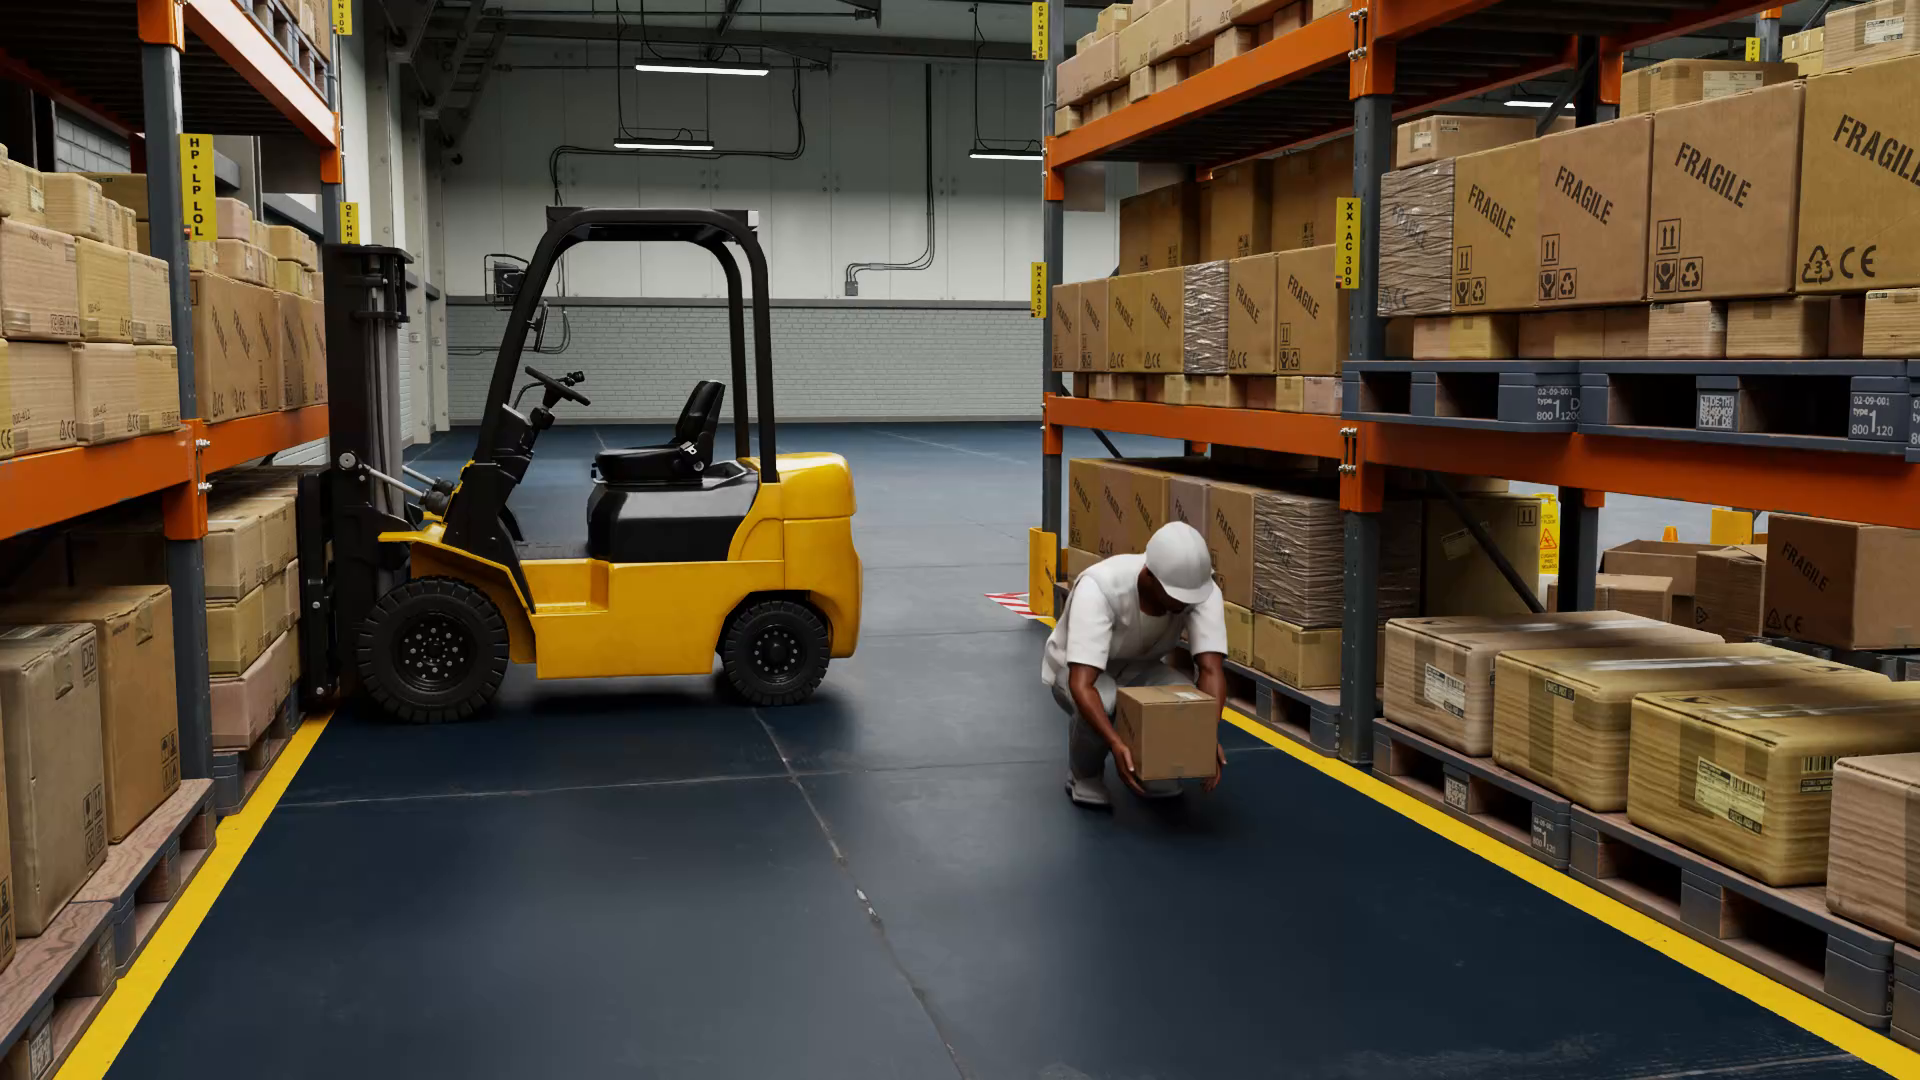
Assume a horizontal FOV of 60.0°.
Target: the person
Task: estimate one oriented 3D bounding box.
[{"bbox_3d":[0.601,0.412,5.642,0.590,0.998,0.882,-2,6,-14],"label":"person"}]
